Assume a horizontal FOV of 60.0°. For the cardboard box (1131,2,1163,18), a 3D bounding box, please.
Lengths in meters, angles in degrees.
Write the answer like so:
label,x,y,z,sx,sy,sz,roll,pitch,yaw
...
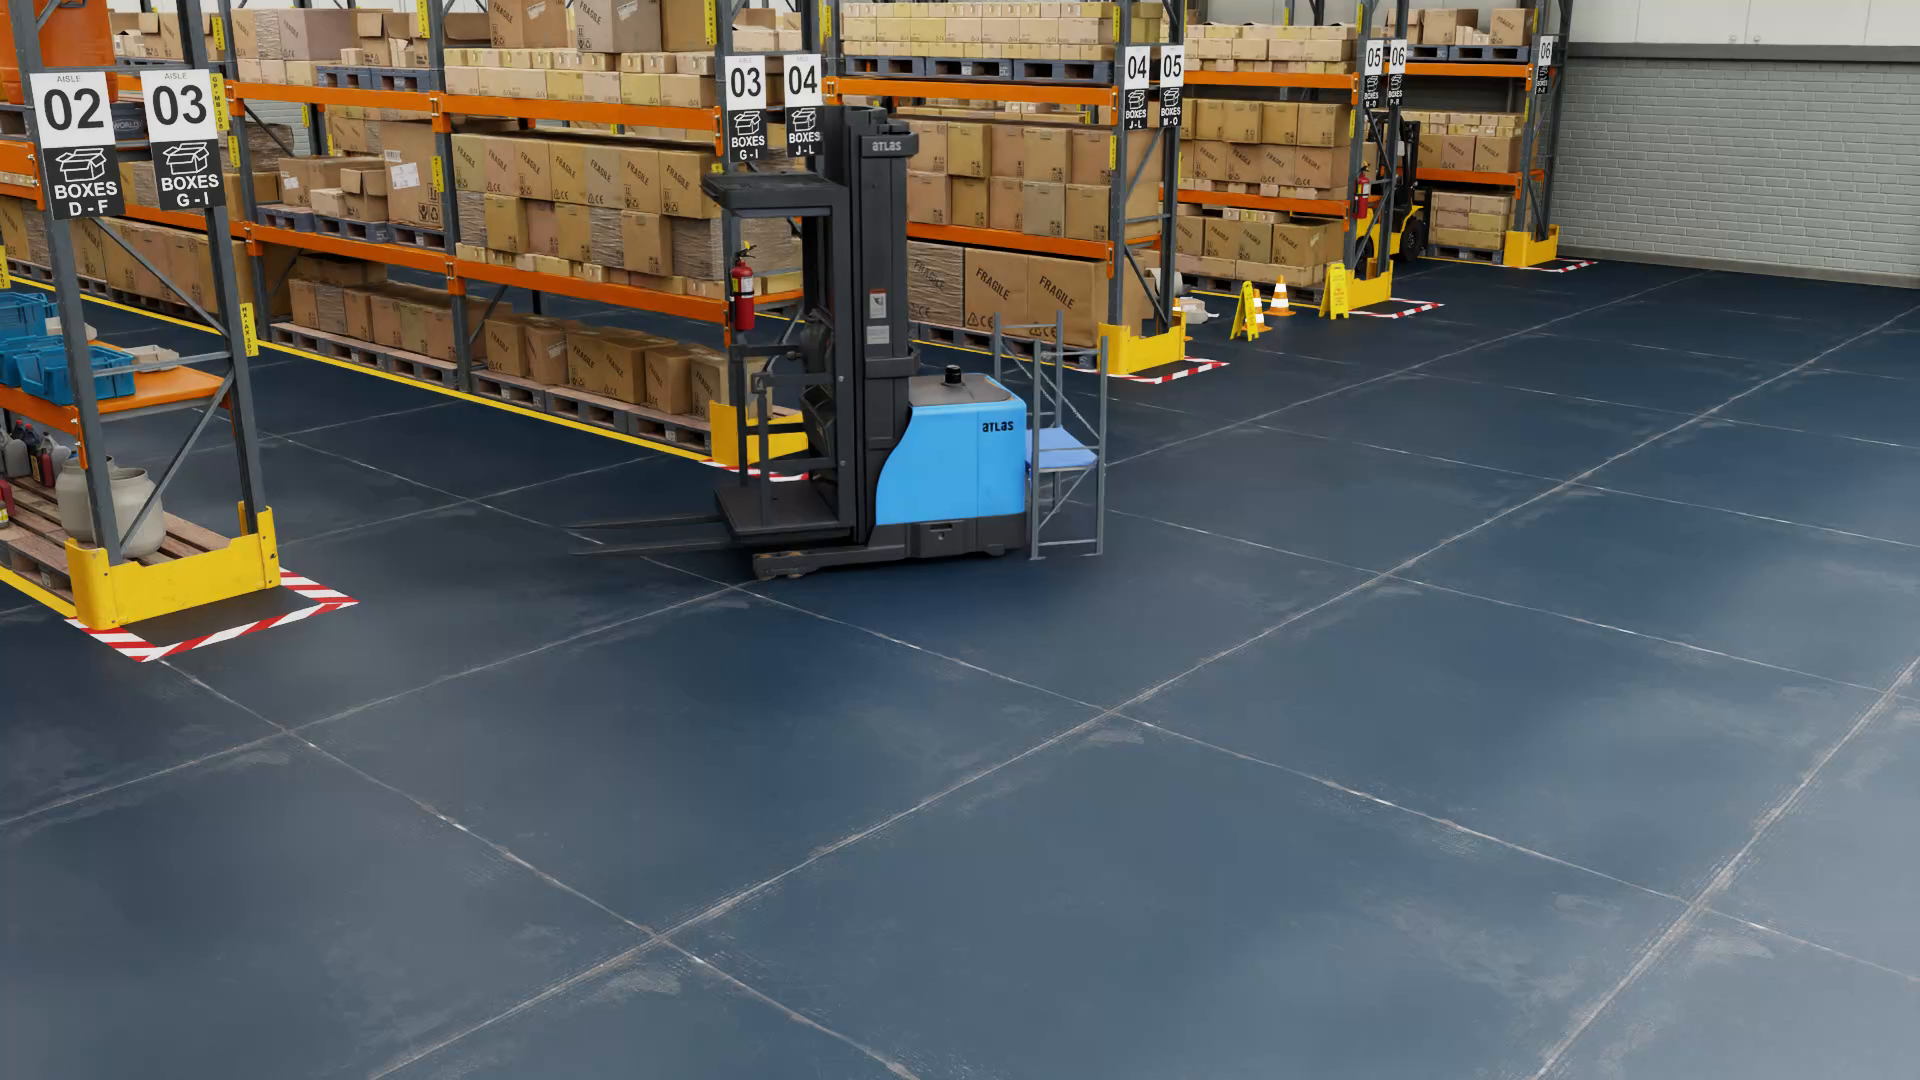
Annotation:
label,x,y,z,sx,sy,sz,roll,pitch,yaw
cardboard box,1.838,-5.343,16.768,0.250,0.149,0.380,15,23,40

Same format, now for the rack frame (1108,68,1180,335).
label,x,y,z,sx,sy,sz,roll,pitch,yaw
rack frame,1.877,-3.266,16.945,0.127,3.000,1.000,15,23,39

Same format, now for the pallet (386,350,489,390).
label,x,y,z,sx,sy,sz,roll,pitch,yaw
pallet,-5.066,-1.795,16.917,1.213,0.211,1.003,15,23,39

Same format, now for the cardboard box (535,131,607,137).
label,x,y,z,sx,sy,sz,roll,pitch,yaw
cardboard box,-3.589,-3.505,15.389,0.500,0.500,0.500,15,23,39

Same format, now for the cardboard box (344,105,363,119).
label,x,y,z,sx,sy,sz,roll,pitch,yaw
cardboard box,-9.175,-6.785,25.724,0.500,0.500,0.500,14,23,38

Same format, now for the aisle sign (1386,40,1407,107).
label,x,y,z,sx,sy,sz,roll,pitch,yaw
aisle sign,5.339,-5.703,20.327,0.004,0.787,0.394,15,23,39

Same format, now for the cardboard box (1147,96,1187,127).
label,x,y,z,sx,sy,sz,roll,pitch,yaw
cardboard box,2.647,-5.631,22.086,0.500,0.500,0.700,15,23,40

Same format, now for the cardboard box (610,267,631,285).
label,x,y,z,sx,sy,sz,roll,pitch,yaw
cardboard box,-2.787,-2.303,14.324,0.250,0.149,0.380,15,23,39

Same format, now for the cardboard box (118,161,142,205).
label,x,y,z,sx,sy,sz,roll,pitch,yaw
cardboard box,-9.912,-4.372,20.264,0.500,0.500,0.500,15,23,39

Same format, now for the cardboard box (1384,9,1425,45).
label,x,y,z,sx,sy,sz,roll,pitch,yaw
cardboard box,6.774,-7.645,24.754,0.637,0.503,0.797,16,24,41

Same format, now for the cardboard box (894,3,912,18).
label,x,y,z,sx,sy,sz,roll,pitch,yaw
cardboard box,-0.498,-5.705,17.907,0.250,0.149,0.380,15,23,38

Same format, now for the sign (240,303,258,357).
label,x,y,z,sx,sy,sz,roll,pitch,yaw
sign,-4.411,-1.299,10.290,0.005,0.325,0.100,15,23,39

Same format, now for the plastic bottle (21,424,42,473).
label,x,y,z,sx,sy,sz,roll,pitch,yaw
plastic bottle,-6.954,-0.692,12.484,0.185,0.351,0.144,14,22,37

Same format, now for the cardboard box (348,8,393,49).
label,x,y,z,sx,sy,sz,roll,pitch,yaw
cardboard box,-6.201,-5.244,17.226,0.500,0.500,0.500,16,23,40

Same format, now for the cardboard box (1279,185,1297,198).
label,x,y,z,sx,sy,sz,roll,pitch,yaw
cardboard box,4.224,-4.396,20.919,0.250,0.149,0.380,15,23,38

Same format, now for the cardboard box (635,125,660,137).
label,x,y,z,sx,sy,sz,roll,pitch,yaw
cardboard box,-3.778,-5.305,21.549,0.500,0.500,0.700,15,23,39

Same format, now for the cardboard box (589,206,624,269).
label,x,y,z,sx,sy,sz,roll,pitch,yaw
cardboard box,-2.683,-2.654,14.359,0.500,0.500,0.875,15,23,39

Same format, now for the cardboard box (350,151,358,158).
label,x,y,z,sx,sy,sz,roll,pitch,yaw
cardboard box,-9.397,-6.091,26.261,0.250,0.149,0.380,16,24,42

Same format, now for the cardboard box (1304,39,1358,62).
label,x,y,z,sx,sy,sz,roll,pitch,yaw
cardboard box,4.525,-5.948,20.194,0.500,0.250,0.500,15,23,39

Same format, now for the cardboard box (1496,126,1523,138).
label,x,y,z,sx,sy,sz,roll,pitch,yaw
cardboard box,7.933,-5.893,23.985,0.250,0.149,0.380,15,23,40

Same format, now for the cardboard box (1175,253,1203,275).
label,x,y,z,sx,sy,sz,roll,pitch,yaw
cardboard box,3.162,-3.709,22.192,0.500,0.250,0.500,15,23,39

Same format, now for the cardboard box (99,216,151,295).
label,x,y,z,sx,sy,sz,roll,pitch,yaw
cardboard box,-9.975,-3.637,20.933,0.875,0.875,1.225,15,23,39

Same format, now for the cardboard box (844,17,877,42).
label,x,y,z,sx,sy,sz,roll,pitch,yaw
cardboard box,-0.935,-5.656,18.412,0.500,0.250,0.500,15,23,40

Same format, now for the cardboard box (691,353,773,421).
label,x,y,z,sx,sy,sz,roll,pitch,yaw
cardboard box,-1.947,-1.302,14.195,0.500,0.500,0.500,-13,22,-36

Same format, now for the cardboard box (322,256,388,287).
label,x,y,z,sx,sy,sz,roll,pitch,yaw
cardboard box,-6.550,-2.915,18.002,0.500,0.250,0.500,-15,23,-40

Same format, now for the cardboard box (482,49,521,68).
label,x,y,z,sx,sy,sz,roll,pitch,yaw
cardboard box,-4.011,-4.283,14.780,0.250,0.149,0.380,15,23,40

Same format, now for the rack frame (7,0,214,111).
label,x,y,z,sx,sy,sz,roll,pitch,yaw
rack frame,-4.779,-3.903,9.035,0.127,3.000,1.000,15,23,39

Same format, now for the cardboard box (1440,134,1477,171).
label,x,y,z,sx,sy,sz,roll,pitch,yaw
cardboard box,7.454,-5.724,24.523,0.500,0.500,0.500,16,24,41

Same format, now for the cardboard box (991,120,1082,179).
label,x,y,z,sx,sy,sz,roll,pitch,yaw
cardboard box,0.823,-4.169,17.755,0.550,0.550,0.875,15,23,39

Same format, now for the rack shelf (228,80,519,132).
label,x,y,z,sx,sy,sz,roll,pitch,yaw
rack shelf,-5.979,-4.456,16.924,4.000,0.370,1.077,15,23,39

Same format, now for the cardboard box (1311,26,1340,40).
label,x,y,z,sx,sy,sz,roll,pitch,yaw
cardboard box,4.470,-6.158,20.196,0.250,0.149,0.380,16,23,40

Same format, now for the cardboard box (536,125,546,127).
label,x,y,z,sx,sy,sz,roll,pitch,yaw
cardboard box,-6.079,-5.845,23.807,0.250,0.149,0.380,15,23,39

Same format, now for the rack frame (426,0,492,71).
label,x,y,z,sx,sy,sz,roll,pitch,yaw
rack frame,-4.483,-5.827,15.096,0.127,3.000,1.000,15,23,39

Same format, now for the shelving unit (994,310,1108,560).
label,x,y,z,sx,sy,sz,roll,pitch,yaw
shelving unit,0.603,-0.750,11.496,0.538,1.500,1.048,-4,18,-13

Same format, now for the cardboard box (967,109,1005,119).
label,x,y,z,sx,sy,sz,roll,pitch,yaw
cardboard box,0.451,-5.949,24.048,0.500,0.500,0.500,14,22,37

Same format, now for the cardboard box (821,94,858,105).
label,x,y,z,sx,sy,sz,roll,pitch,yaw
cardboard box,-1.846,-6.683,25.892,0.500,0.500,0.500,16,23,40

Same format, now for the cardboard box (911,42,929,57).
label,x,y,z,sx,sy,sz,roll,pitch,yaw
cardboard box,-0.306,-5.273,17.867,0.250,0.149,0.380,15,23,38

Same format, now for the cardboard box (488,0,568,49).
label,x,y,z,sx,sy,sz,roll,pitch,yaw
cardboard box,-3.977,-4.792,15.312,0.500,0.500,0.500,14,22,38

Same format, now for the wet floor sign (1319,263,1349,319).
label,x,y,z,sx,sy,sz,roll,pitch,yaw
wet floor sign,4.518,-3.004,20.011,0.267,0.644,0.232,-9,20,-27

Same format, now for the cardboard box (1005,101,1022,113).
label,x,y,z,sx,sy,sz,roll,pitch,yaw
cardboard box,0.855,-6.135,23.562,0.250,0.149,0.380,14,22,37

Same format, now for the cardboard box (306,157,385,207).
label,x,y,z,sx,sy,sz,roll,pitch,yaw
cardboard box,-6.561,-3.830,17.861,0.700,0.500,0.500,-14,22,-38

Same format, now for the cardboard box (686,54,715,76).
label,x,y,z,sx,sy,sz,roll,pitch,yaw
cardboard box,-1.906,-3.698,12.935,0.250,0.149,0.380,15,23,39

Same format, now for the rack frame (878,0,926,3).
label,x,y,z,sx,sy,sz,roll,pitch,yaw
rack frame,-0.897,-8.872,24.692,0.127,3.000,1.000,15,23,39

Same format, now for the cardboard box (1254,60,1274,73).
label,x,y,z,sx,sy,sz,roll,pitch,yaw
cardboard box,3.887,-5.934,20.807,0.250,0.149,0.380,15,23,39

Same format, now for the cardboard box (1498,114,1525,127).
label,x,y,z,sx,sy,sz,roll,pitch,yaw
cardboard box,7.971,-6.053,23.997,0.250,0.149,0.380,15,23,39

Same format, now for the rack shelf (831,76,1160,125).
label,x,y,z,sx,sy,sz,roll,pitch,yaw
rack shelf,0.381,-4.755,17.866,4.000,0.370,1.077,15,23,39

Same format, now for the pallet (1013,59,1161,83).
label,x,y,z,sx,sy,sz,roll,pitch,yaw
pallet,1.315,-4.800,16.967,1.213,0.211,1.003,15,23,39

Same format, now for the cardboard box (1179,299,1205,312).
label,x,y,z,sx,sy,sz,roll,pitch,yaw
cardboard box,2.766,-2.854,20.358,0.380,0.149,0.250,-6,18,-18

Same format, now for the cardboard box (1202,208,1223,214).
label,x,y,z,sx,sy,sz,roll,pitch,yaw
cardboard box,3.479,-4.195,22.482,0.500,0.500,0.500,17,24,42

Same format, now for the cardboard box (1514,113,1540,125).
label,x,y,z,sx,sy,sz,roll,pitch,yaw
cardboard box,8.269,-6.145,24.286,0.250,0.149,0.380,14,23,38

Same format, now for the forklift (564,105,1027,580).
label,x,y,z,sx,sy,sz,roll,pitch,yaw
forklift,-1.122,-1.313,10.903,3.031,2.935,1.130,-5,18,-15

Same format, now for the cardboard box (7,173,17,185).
label,x,y,z,sx,sy,sz,roll,pitch,yaw
cardboard box,-12.642,-4.906,22.525,0.250,0.149,0.380,14,23,38

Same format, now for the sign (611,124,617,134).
label,x,y,z,sx,sy,sz,roll,pitch,yaw
sign,-4.460,-5.262,21.451,0.005,0.325,0.100,15,23,39

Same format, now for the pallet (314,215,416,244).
label,x,y,z,sx,sy,sz,roll,pitch,yaw
pallet,-5.967,-3.291,17.340,1.213,0.211,1.003,15,23,39

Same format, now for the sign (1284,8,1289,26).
label,x,y,z,sx,sy,sz,roll,pitch,yaw
sign,5.034,-8.035,25.637,0.005,0.325,0.100,15,23,39
